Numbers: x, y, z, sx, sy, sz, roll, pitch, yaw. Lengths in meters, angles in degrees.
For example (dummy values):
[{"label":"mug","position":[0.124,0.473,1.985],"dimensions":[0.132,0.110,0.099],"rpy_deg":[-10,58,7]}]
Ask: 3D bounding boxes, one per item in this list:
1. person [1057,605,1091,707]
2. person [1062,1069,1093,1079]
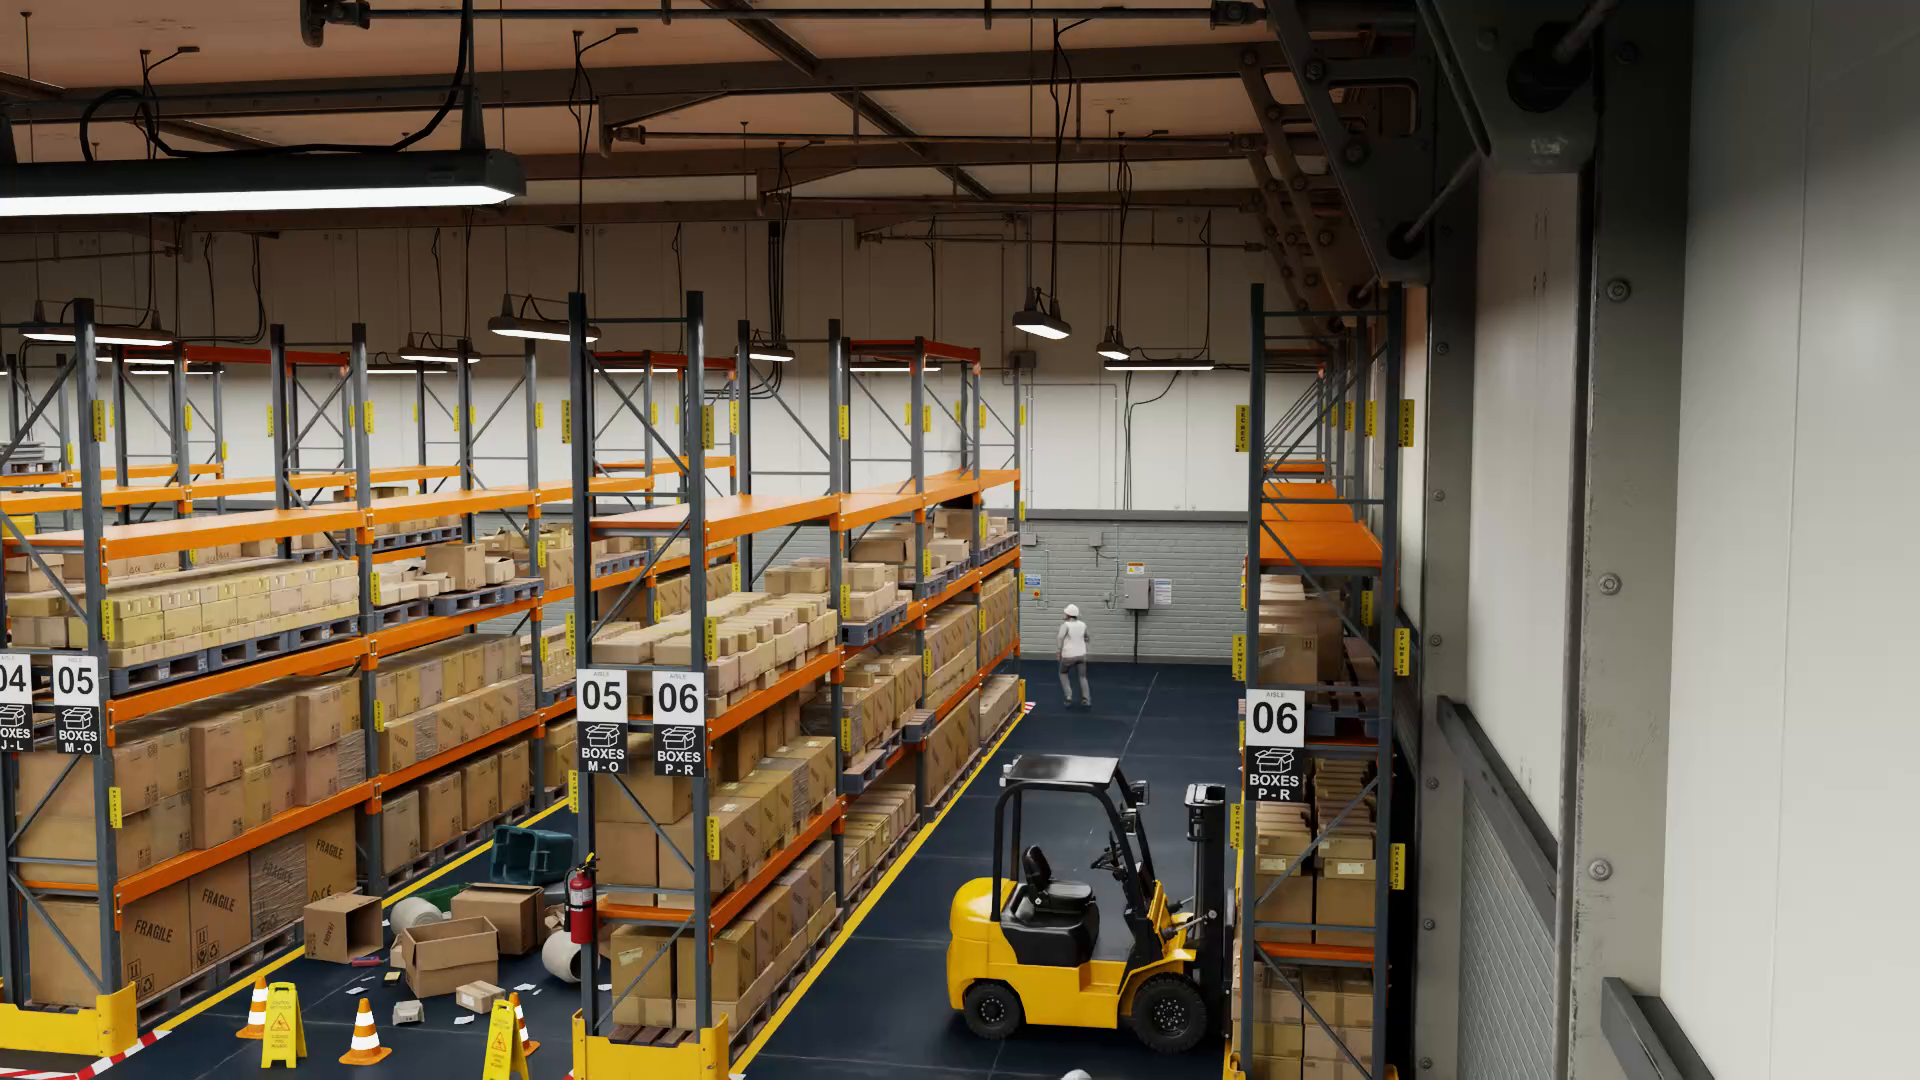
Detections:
[{"label":"person","position":[1.919,2.012,28.496],"dimensions":[0.696,1.810,0.727],"rpy_deg":[-2,5,-20]},{"label":"person","position":[0.561,3.613,8.724],"dimensions":[0.921,1.760,0.757],"rpy_deg":[1,5,17]}]
